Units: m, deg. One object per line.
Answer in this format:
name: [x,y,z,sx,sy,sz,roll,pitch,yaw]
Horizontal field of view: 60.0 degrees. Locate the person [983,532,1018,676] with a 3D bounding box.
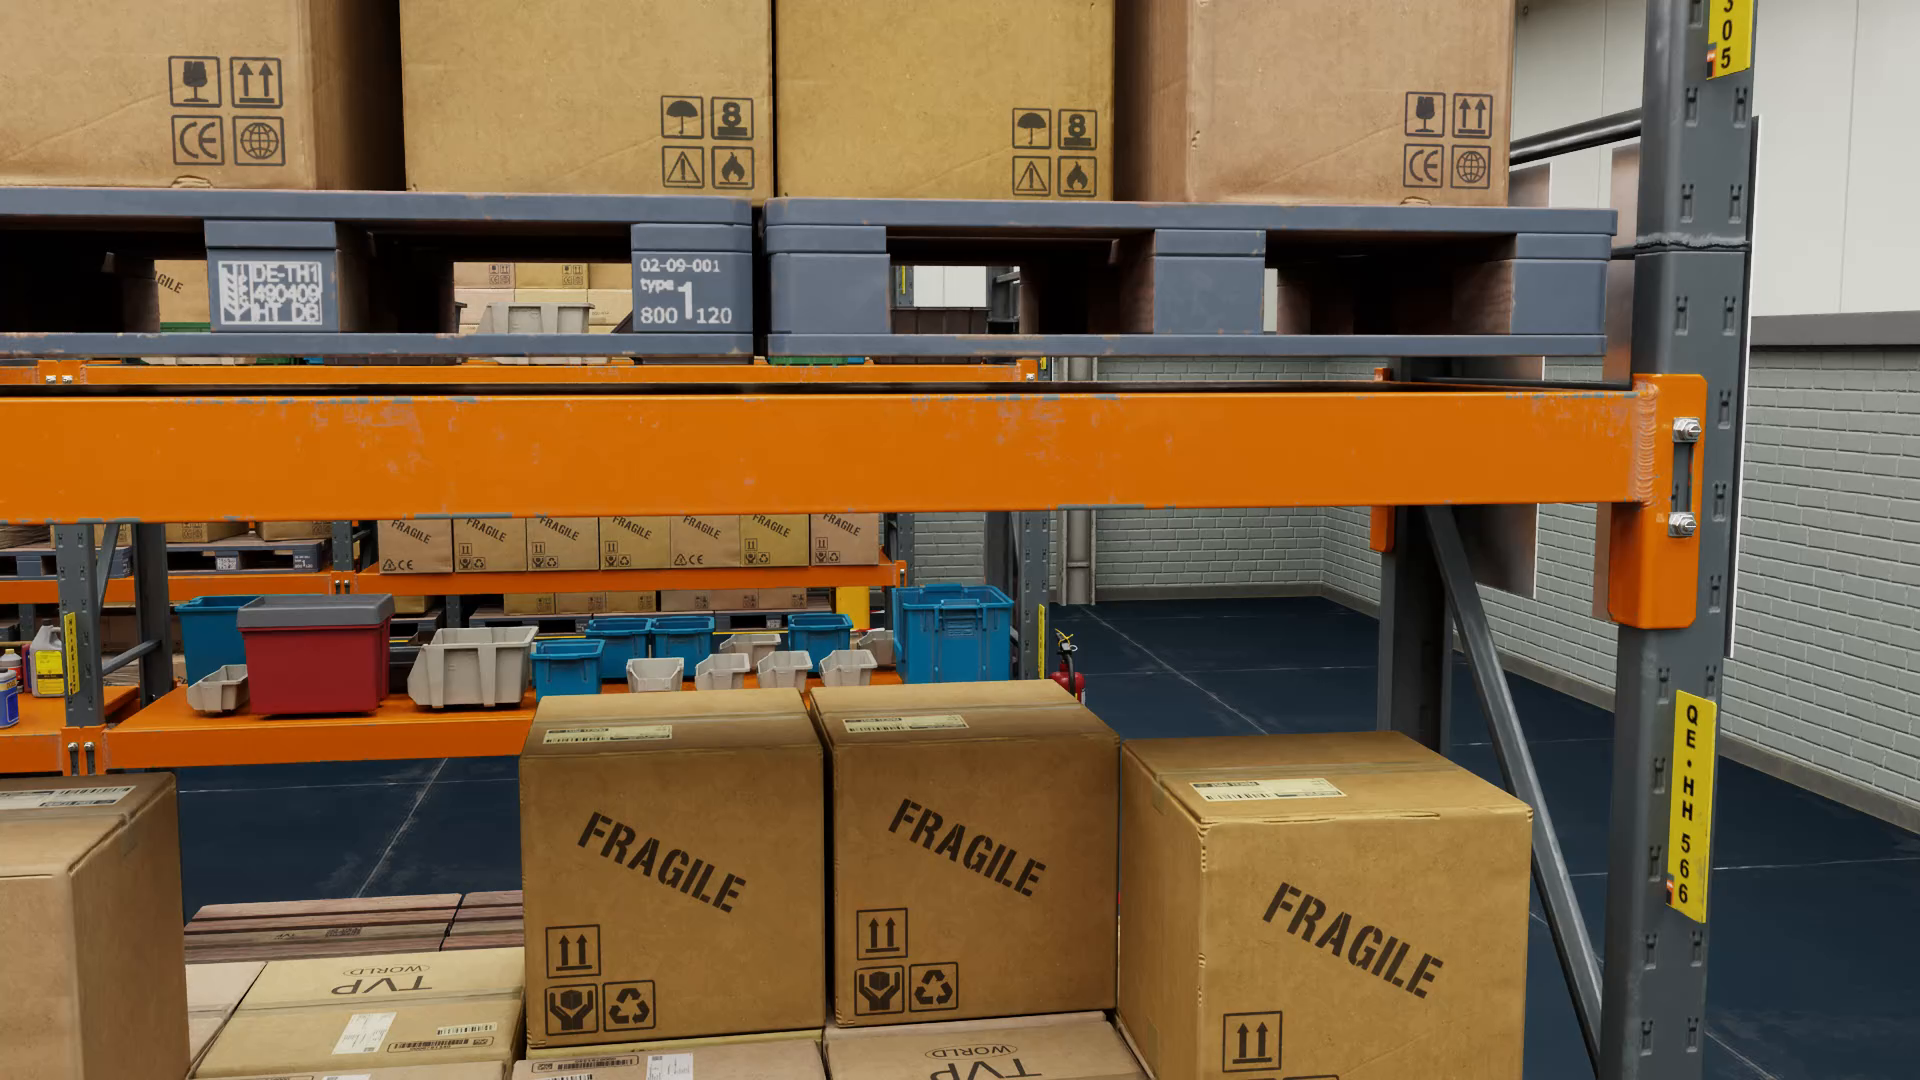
person: [0.486,0.379,14.505,0.537,1.769,0.513,-1,7,-10]
